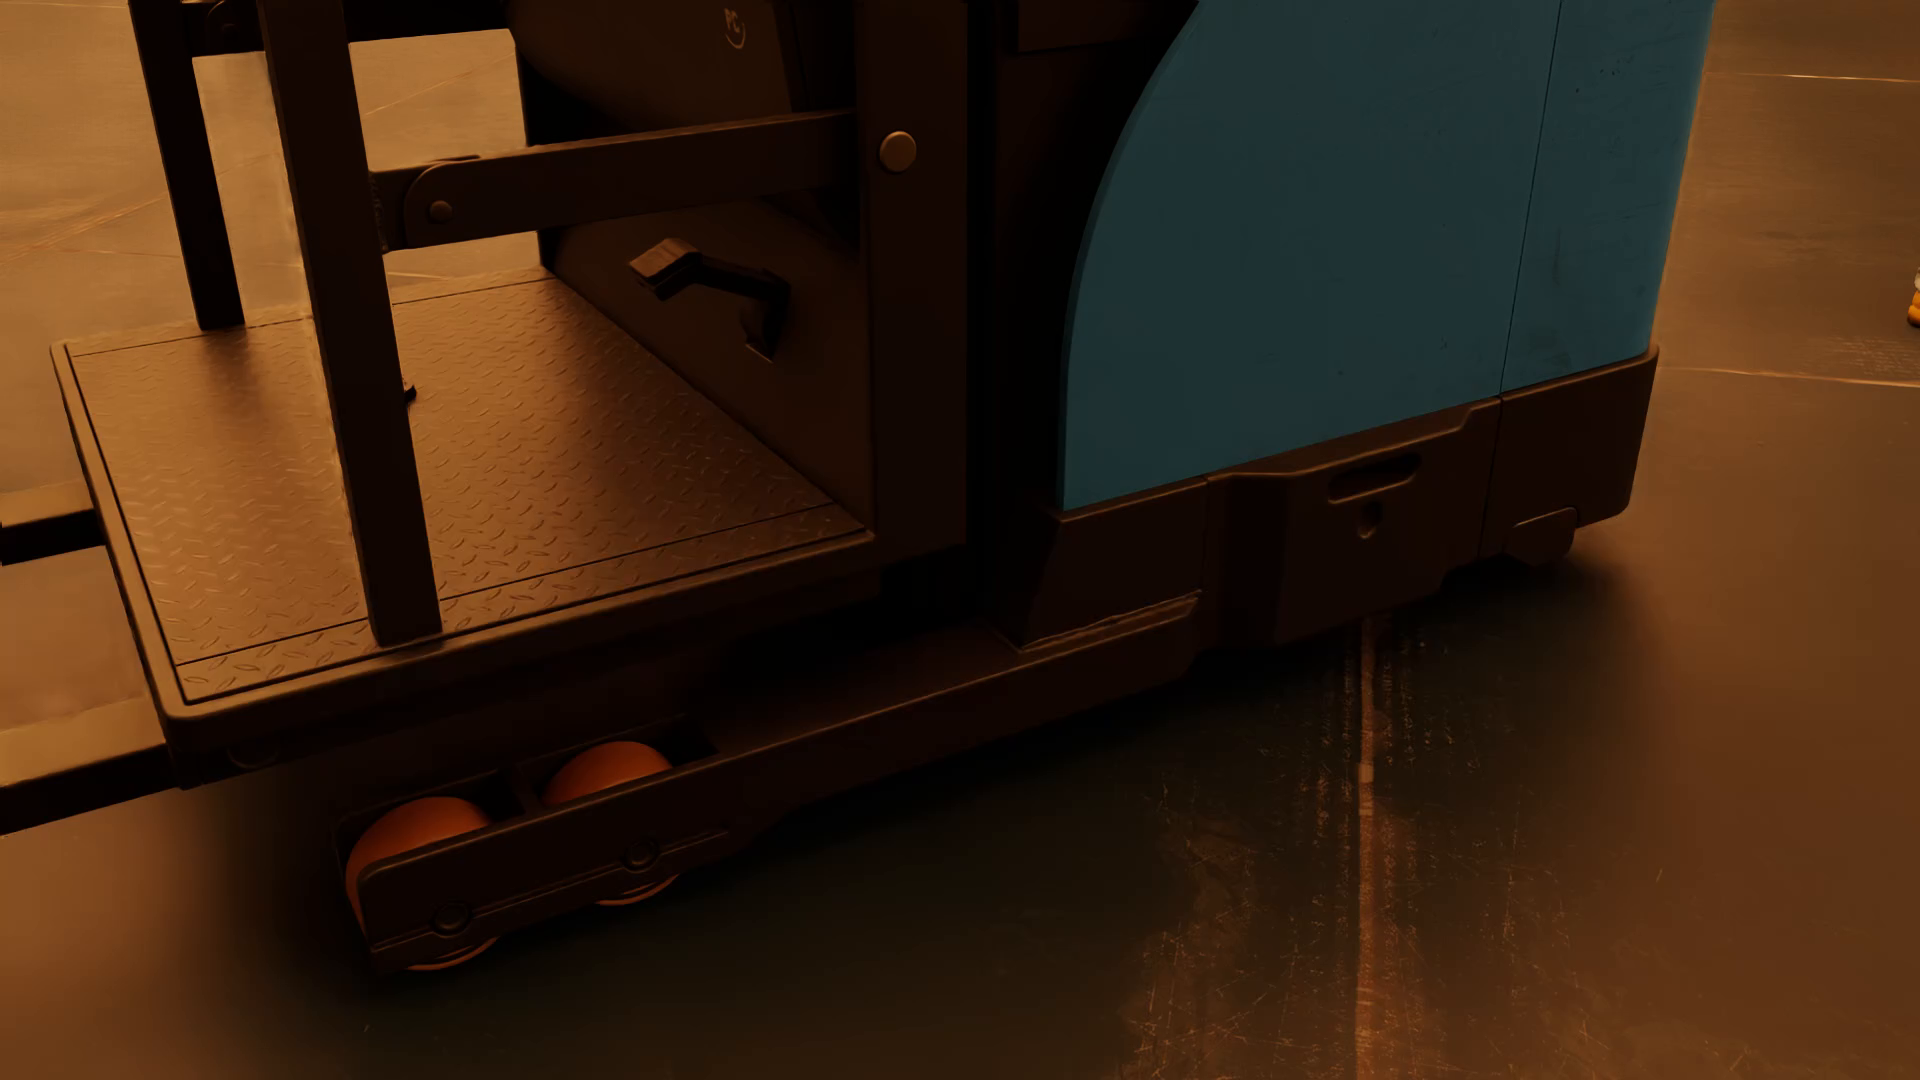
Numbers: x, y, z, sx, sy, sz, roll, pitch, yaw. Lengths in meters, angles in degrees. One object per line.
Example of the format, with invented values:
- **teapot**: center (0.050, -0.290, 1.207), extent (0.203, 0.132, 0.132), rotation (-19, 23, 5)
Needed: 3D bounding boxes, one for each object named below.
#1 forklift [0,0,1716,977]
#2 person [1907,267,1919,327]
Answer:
- **forklift**: center (-0.536, -1.154, 1.534), extent (3.031, 2.935, 1.130), rotation (-15, 30, -27)
- **person**: center (2.163, -1.237, 3.003), extent (0.630, 1.759, 0.461), rotation (-14, 30, -26)
